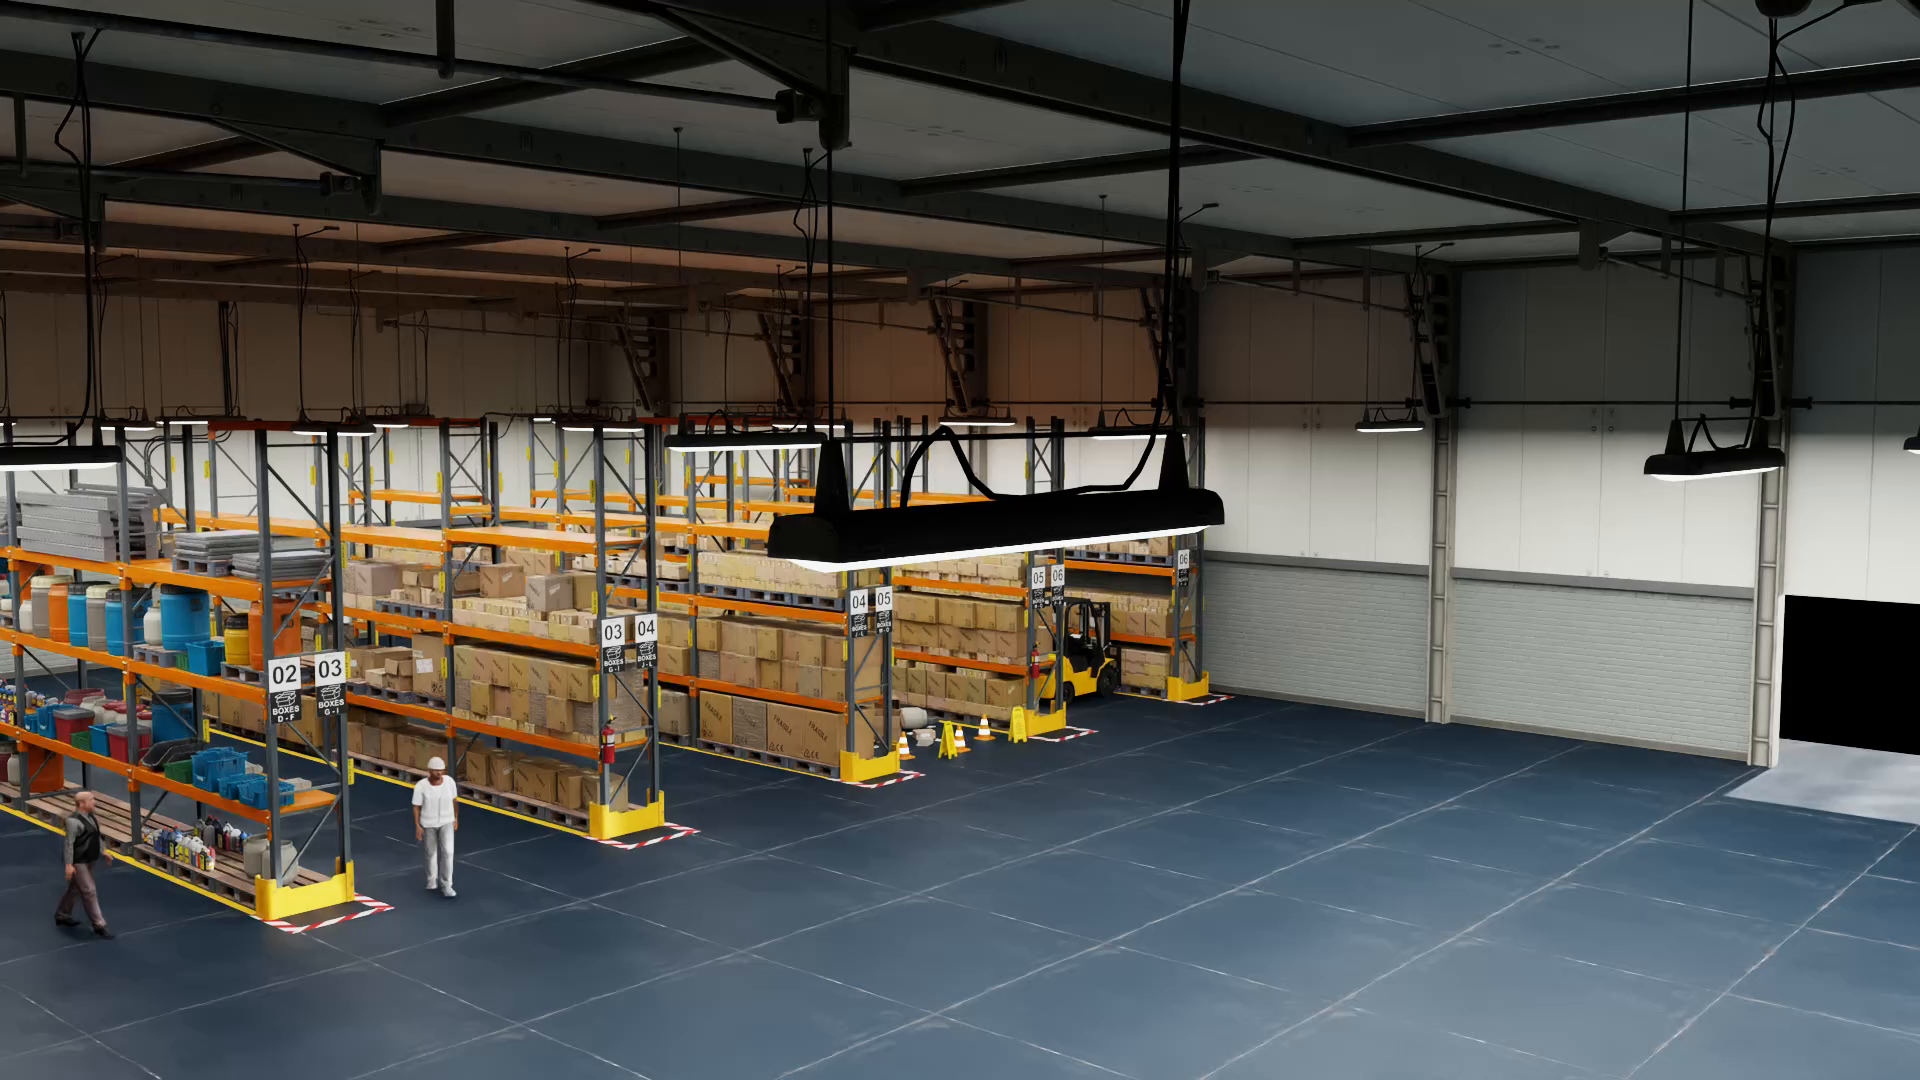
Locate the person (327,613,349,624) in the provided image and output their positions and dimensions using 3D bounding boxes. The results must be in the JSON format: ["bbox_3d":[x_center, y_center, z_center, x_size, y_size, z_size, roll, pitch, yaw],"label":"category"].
[{"bbox_3d":[-15.326,2.030,40.898,0.556,1.760,0.743,0,5,-5],"label":"person"}]

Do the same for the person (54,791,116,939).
[{"bbox_3d":[-10.426,3.839,19.797,0.943,1.711,0.605,1,5,10],"label":"person"}]

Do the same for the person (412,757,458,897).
[{"bbox_3d":[-6.740,3.663,21.405,0.586,1.751,0.735,-2,5,-25],"label":"person"}]
